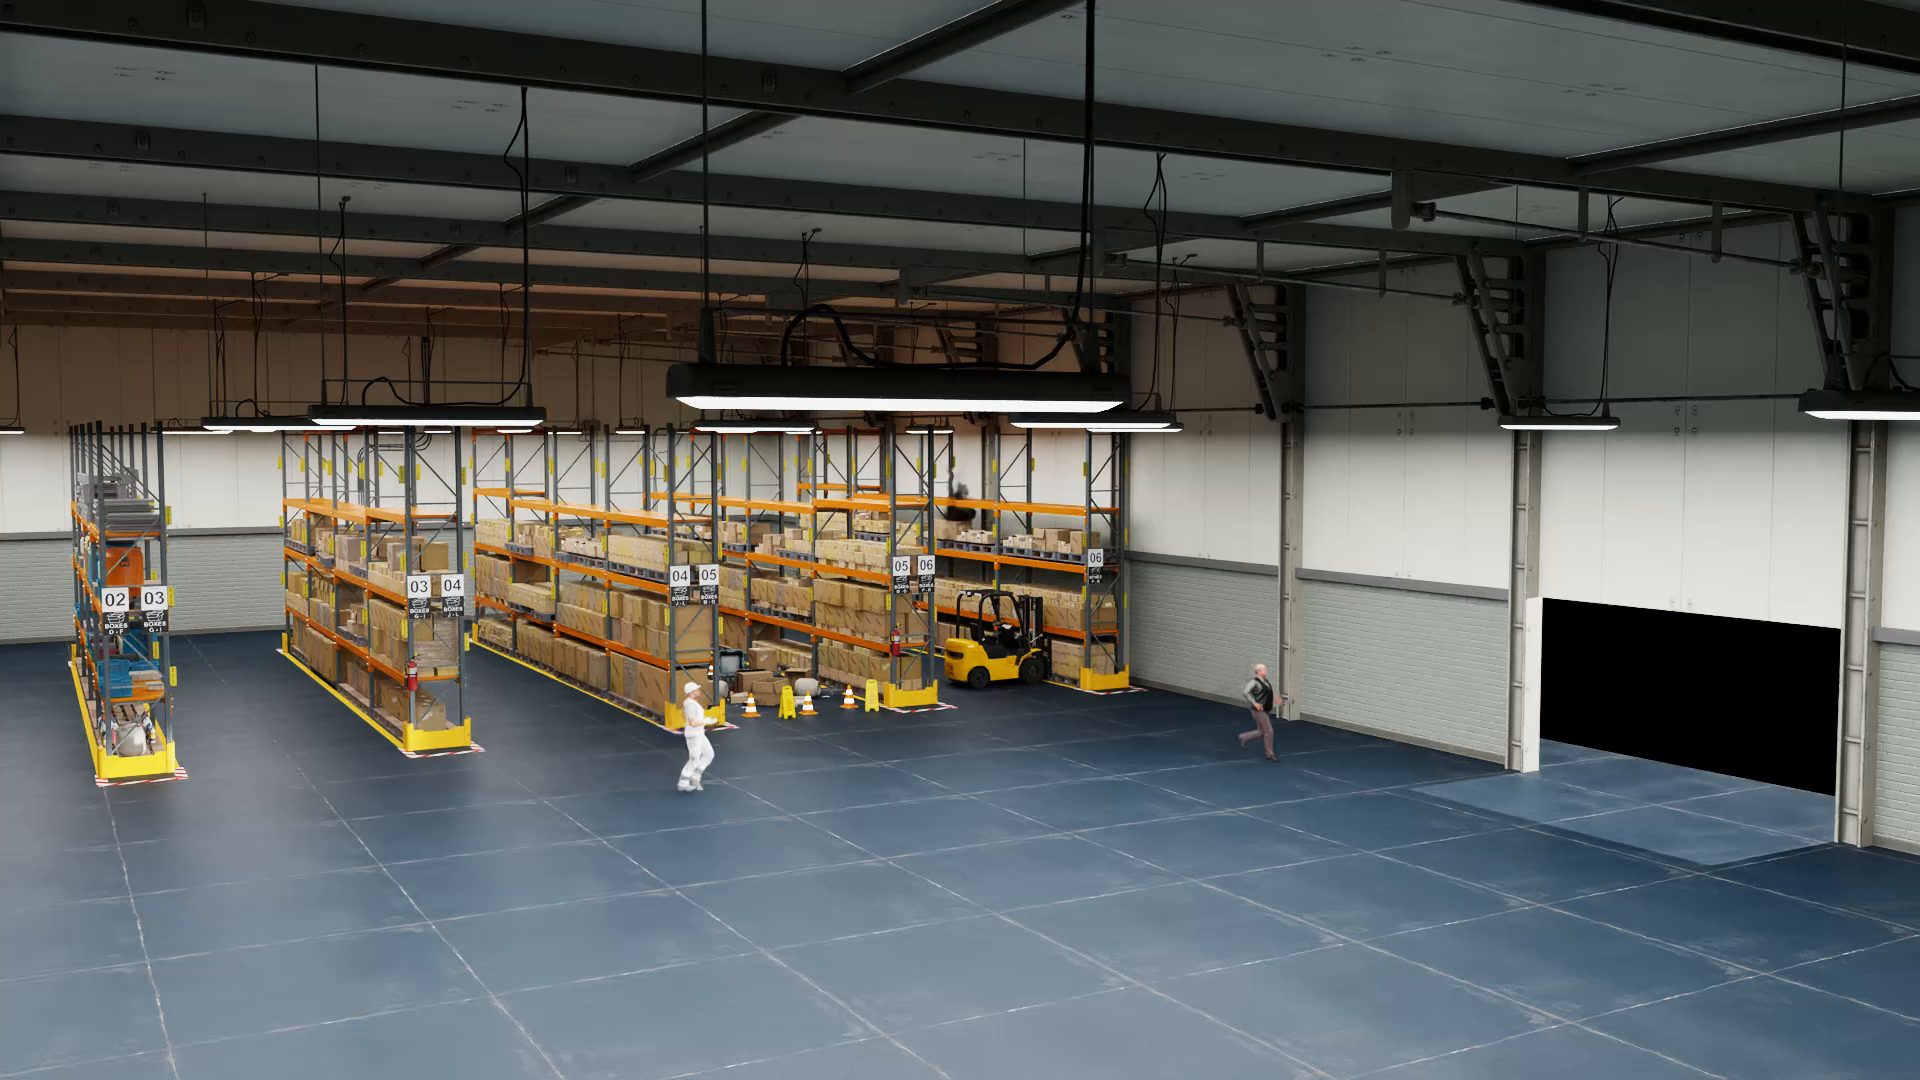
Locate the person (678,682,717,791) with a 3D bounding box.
[{"bbox_3d":[-4.221,3.179,26.785,0.655,1.795,0.634,0,4,-1],"label":"person"}]

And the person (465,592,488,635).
[{"bbox_3d":[-13.870,1.913,48.038,0.888,1.678,0.820,-1,4,-21],"label":"person"}]

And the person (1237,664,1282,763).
[{"bbox_3d":[5.309,3.056,29.506,0.880,1.721,0.662,2,4,32],"label":"person"}]
